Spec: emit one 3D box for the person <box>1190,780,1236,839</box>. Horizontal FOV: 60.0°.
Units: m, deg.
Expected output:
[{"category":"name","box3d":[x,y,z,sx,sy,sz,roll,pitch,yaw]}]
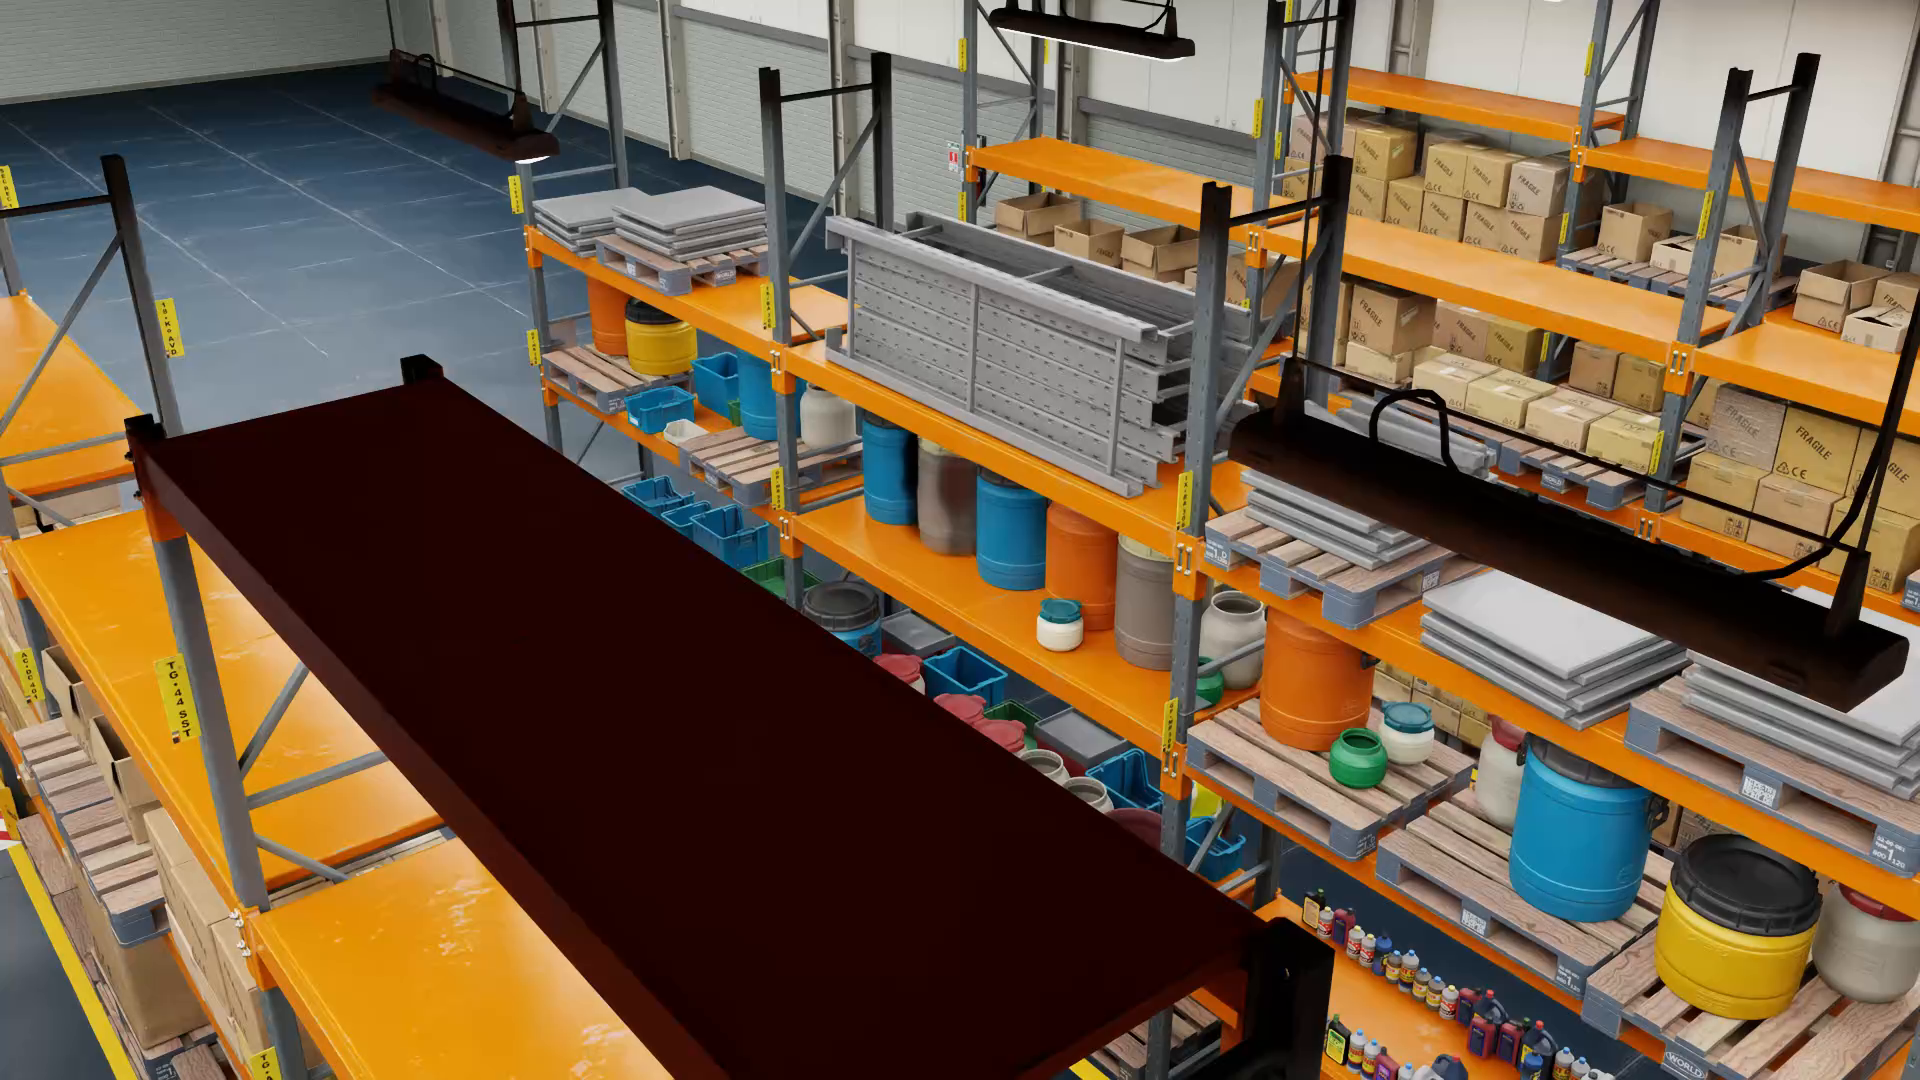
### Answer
[{"category":"person","box3d":[1.667,2.105,11.877,0.701,1.766,0.446,-7,27,-15]}]
